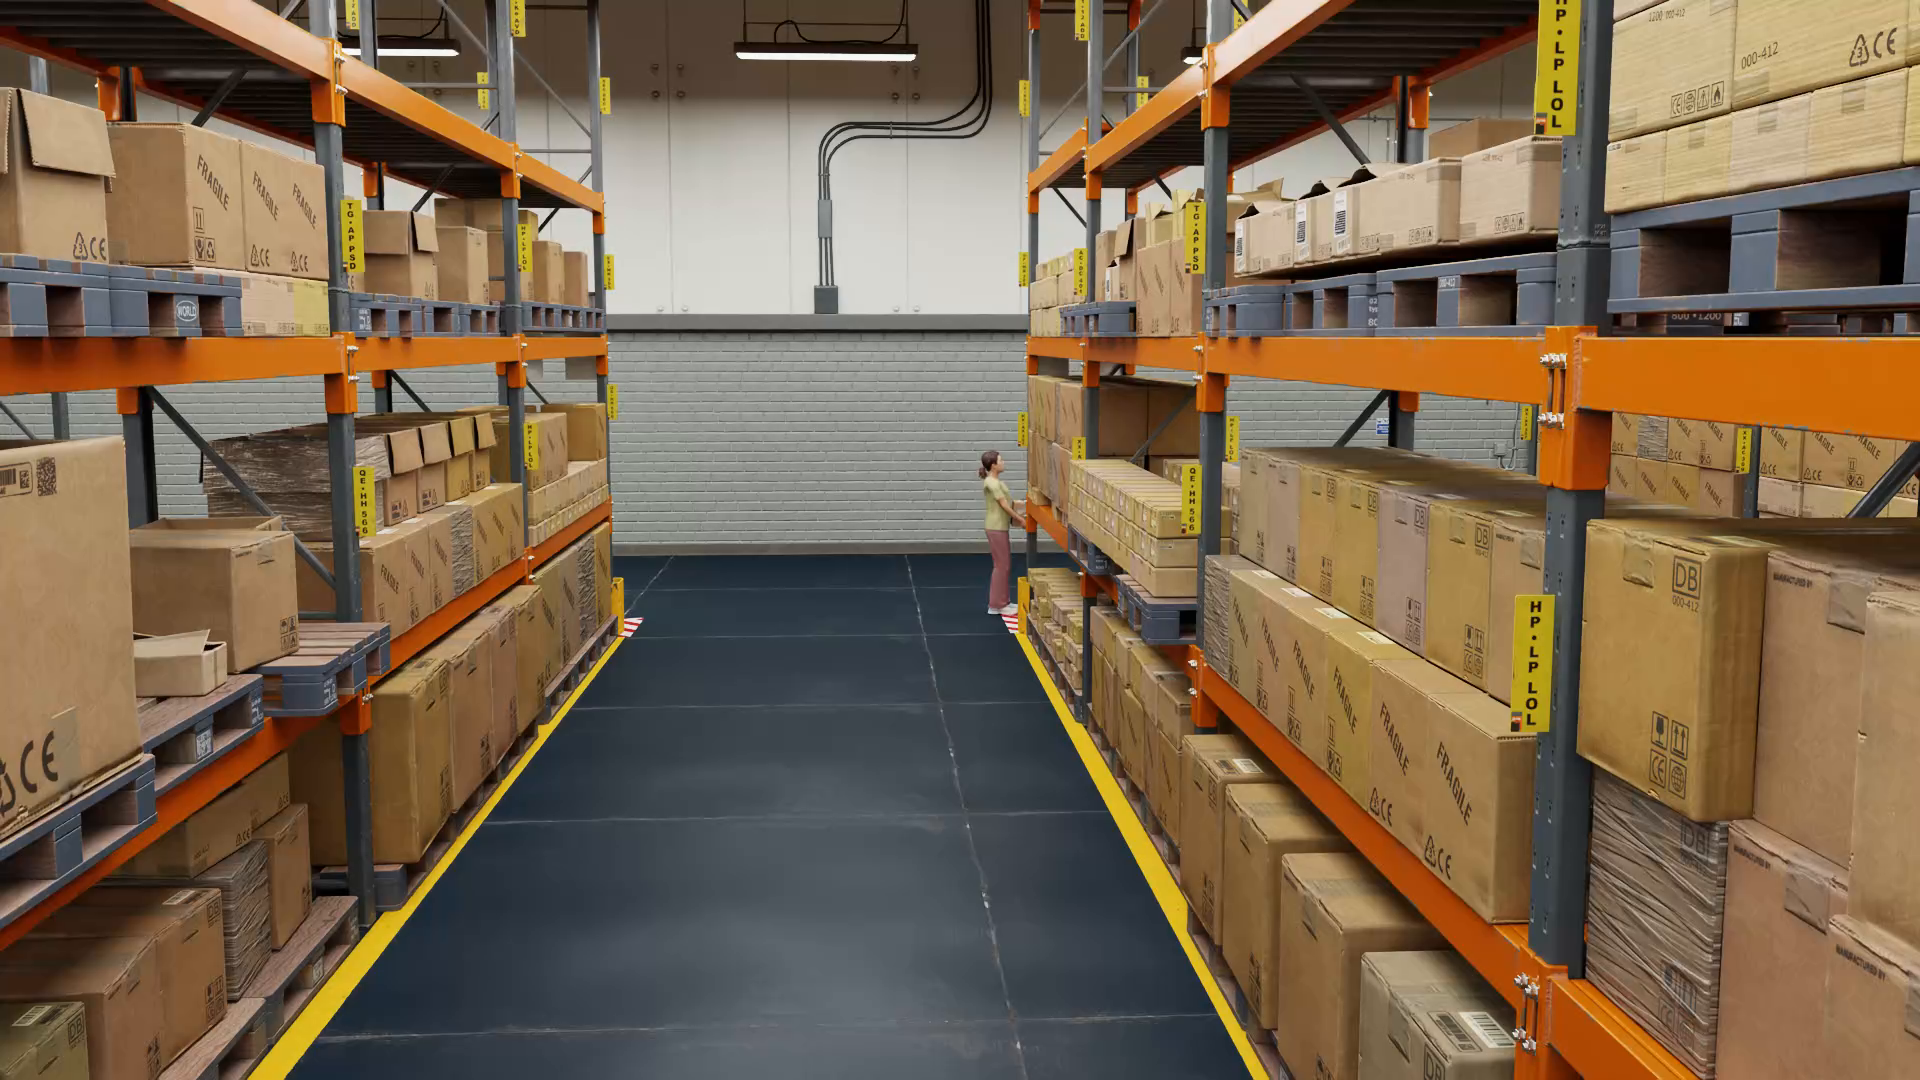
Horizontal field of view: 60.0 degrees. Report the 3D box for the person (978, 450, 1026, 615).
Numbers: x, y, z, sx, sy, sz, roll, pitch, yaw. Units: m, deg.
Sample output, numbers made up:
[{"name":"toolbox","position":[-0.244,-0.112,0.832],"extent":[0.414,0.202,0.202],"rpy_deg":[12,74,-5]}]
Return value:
[{"name":"person","position":[0.453,-0.085,16.978],"extent":[0.549,1.666,0.433],"rpy_deg":[0,7,-3]}]
